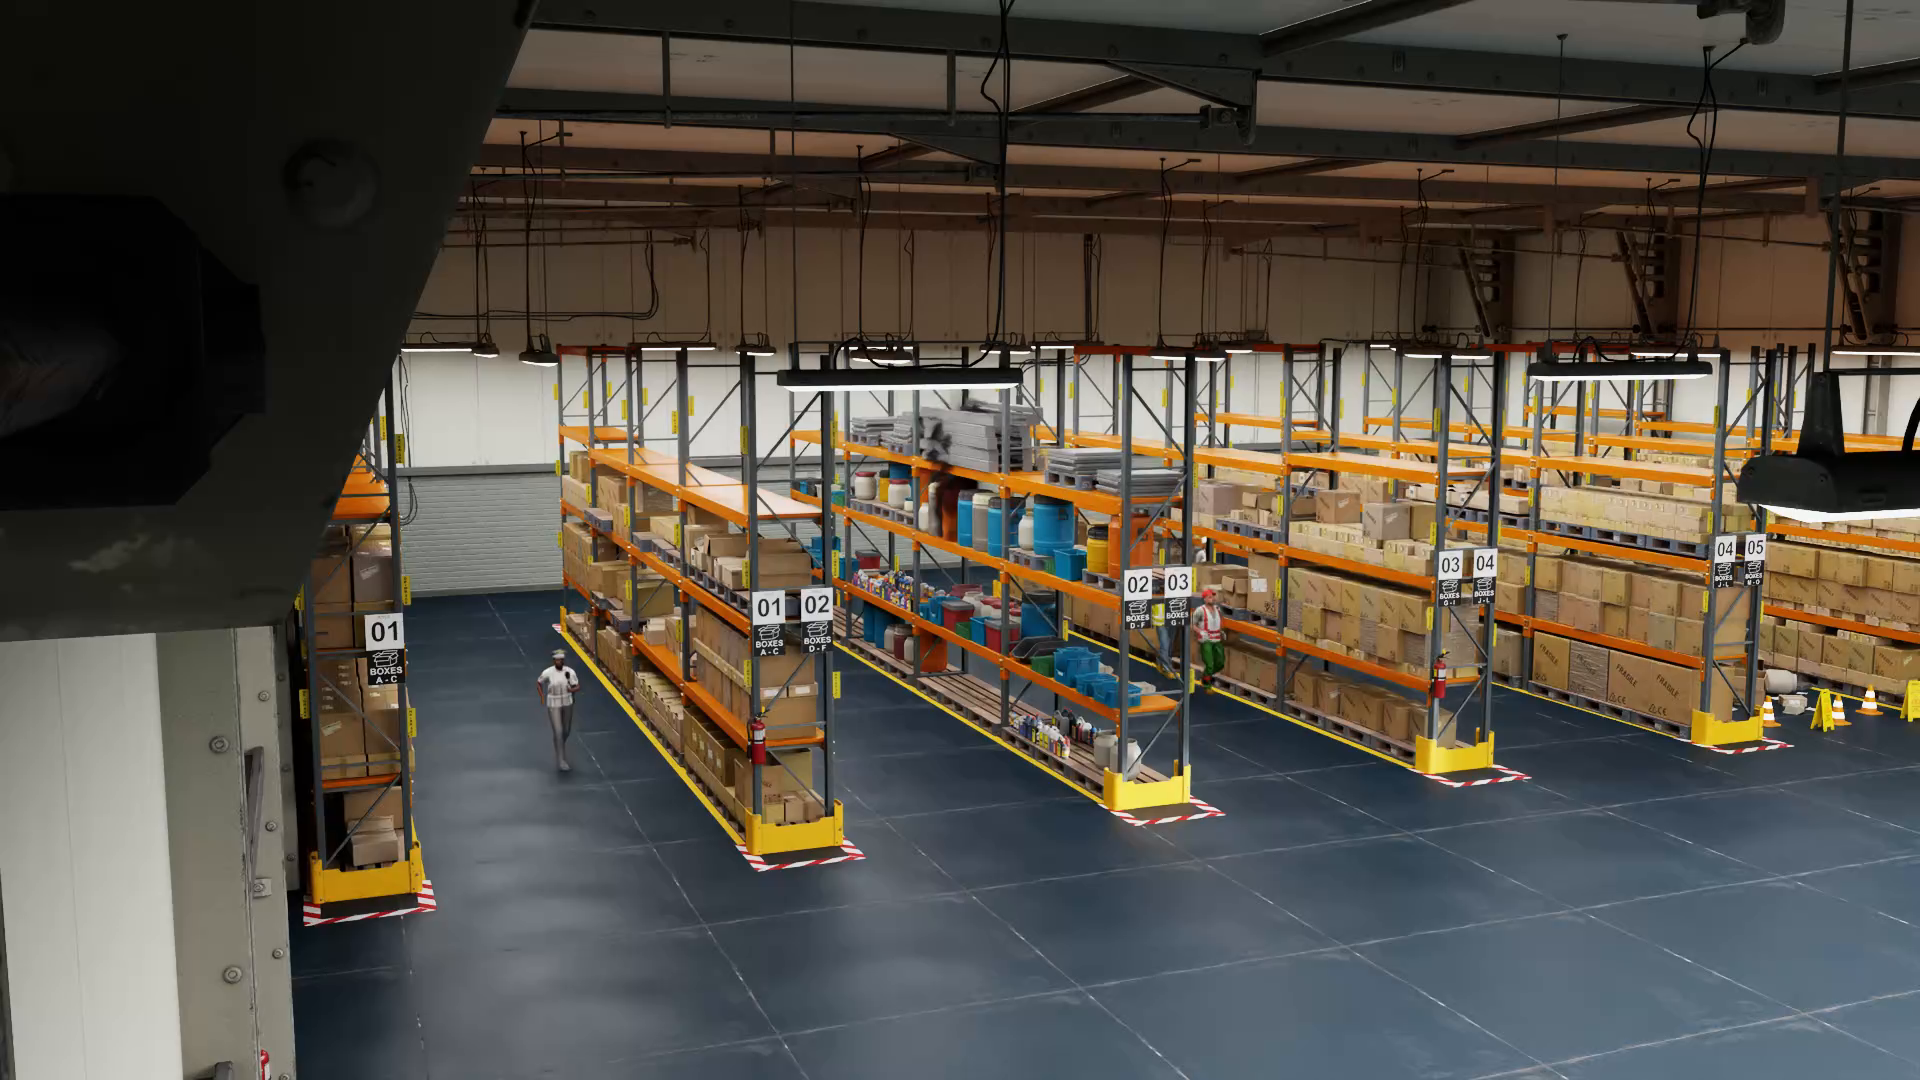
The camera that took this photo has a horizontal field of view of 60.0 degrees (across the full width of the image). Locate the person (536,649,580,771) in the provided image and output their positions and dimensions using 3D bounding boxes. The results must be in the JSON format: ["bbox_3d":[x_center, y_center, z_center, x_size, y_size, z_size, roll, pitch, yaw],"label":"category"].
[{"bbox_3d":[-5.802,2.415,24.130,0.572,1.689,0.902,-4,8,-28],"label":"person"}]

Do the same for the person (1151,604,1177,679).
[{"bbox_3d":[3.571,1.509,28.848,0.710,1.794,0.902,-3,8,-22],"label":"person"}]

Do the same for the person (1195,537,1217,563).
[{"bbox_3d":[5.433,0.836,36.439,0.637,1.823,0.709,-3,8,-20],"label":"person"}]

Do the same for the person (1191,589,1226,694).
[{"bbox_3d":[4.140,1.682,27.524,0.652,1.751,0.567,-3,8,-26],"label":"person"}]
